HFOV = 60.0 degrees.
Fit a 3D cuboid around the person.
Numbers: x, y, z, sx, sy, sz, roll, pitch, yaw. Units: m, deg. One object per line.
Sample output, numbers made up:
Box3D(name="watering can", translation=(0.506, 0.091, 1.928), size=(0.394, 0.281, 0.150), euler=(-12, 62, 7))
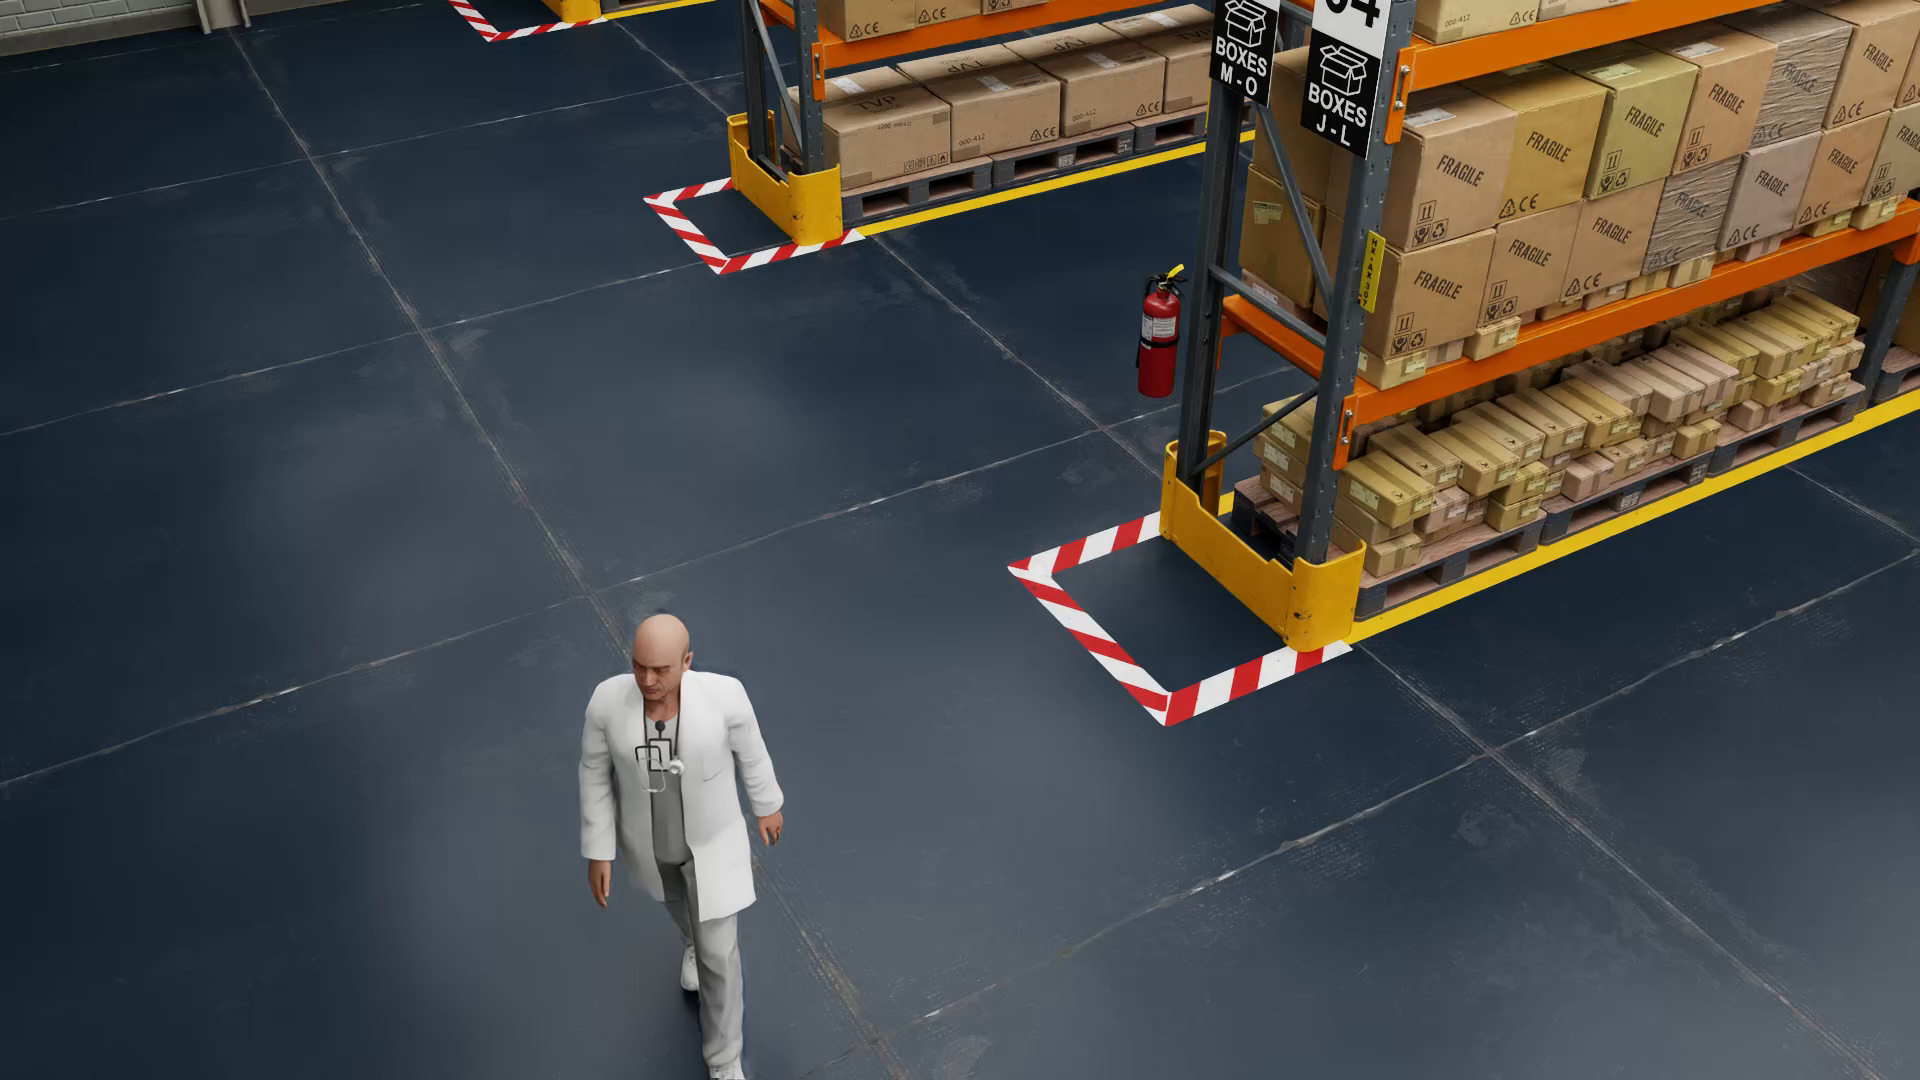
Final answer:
Box3D(name="person", translation=(-0.933, 1.032, 5.549), size=(0.630, 1.810, 0.859), euler=(3, 36, 4))
